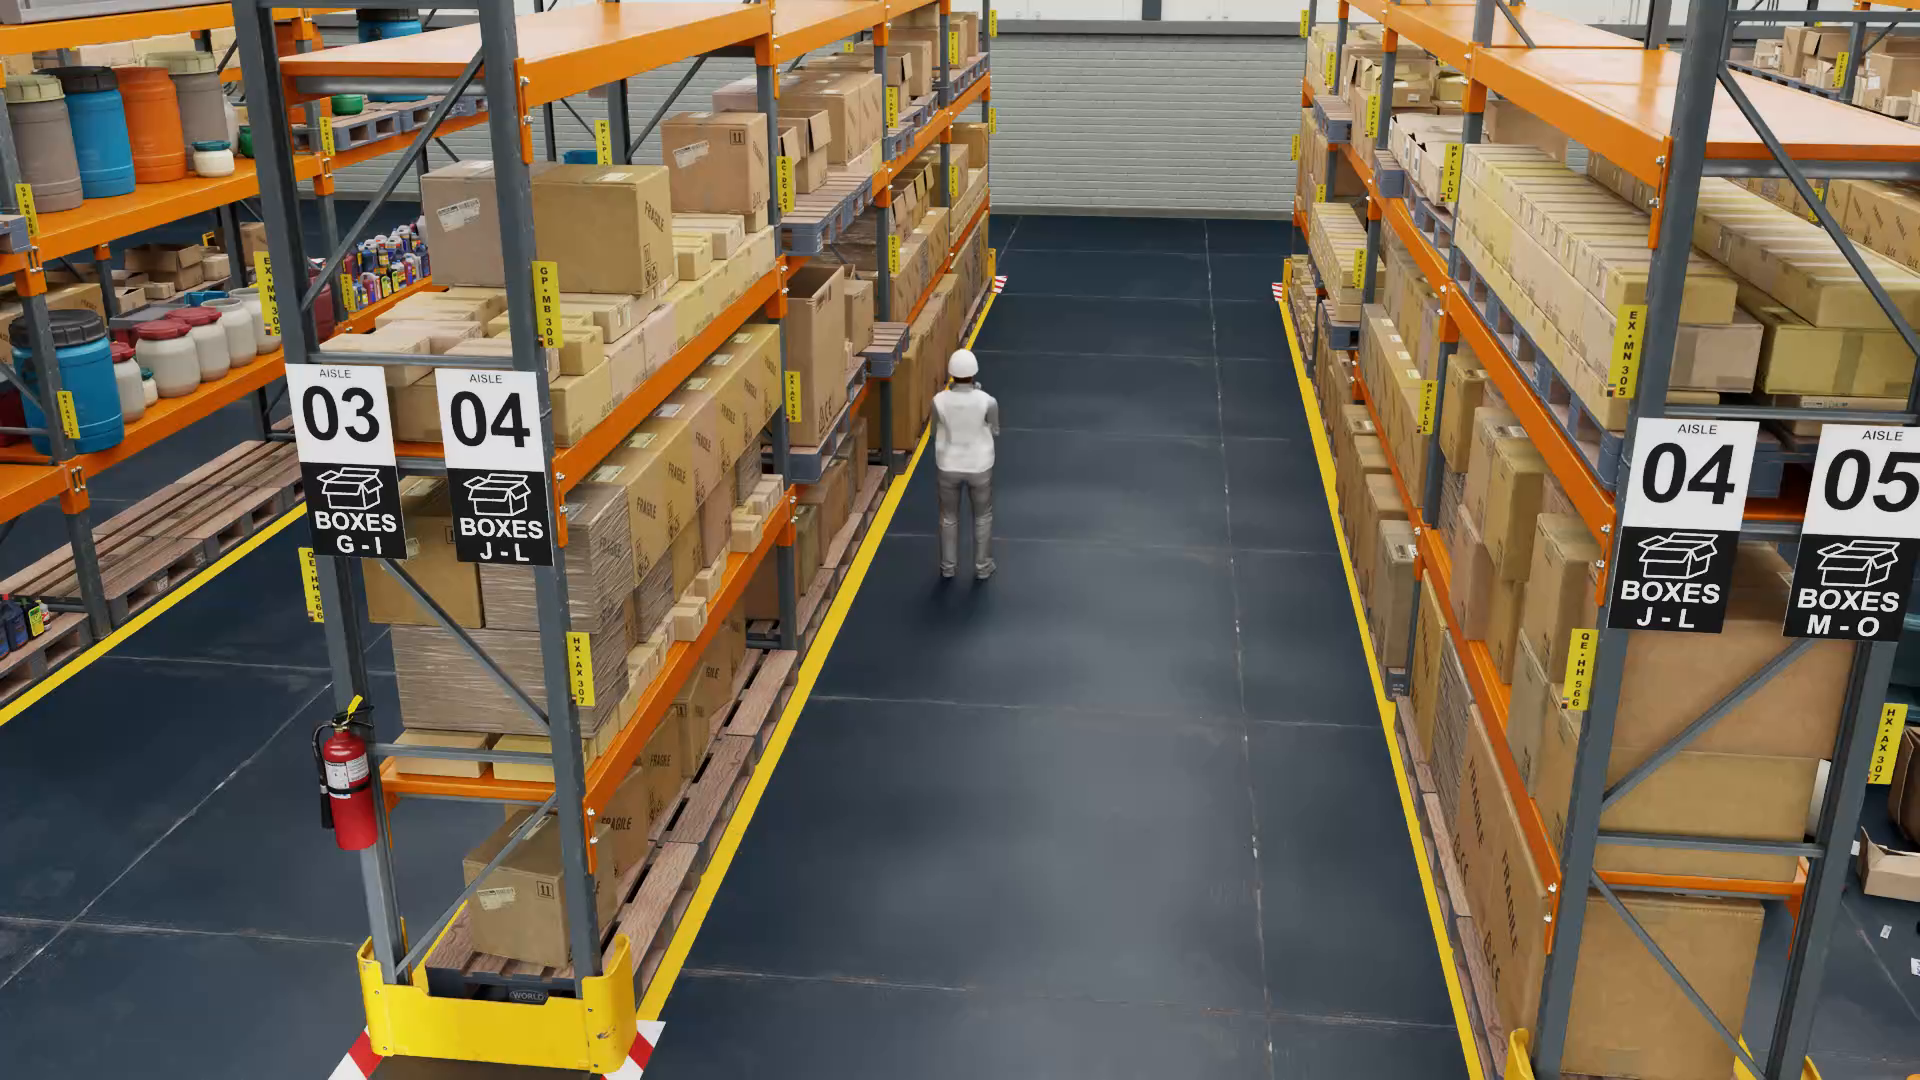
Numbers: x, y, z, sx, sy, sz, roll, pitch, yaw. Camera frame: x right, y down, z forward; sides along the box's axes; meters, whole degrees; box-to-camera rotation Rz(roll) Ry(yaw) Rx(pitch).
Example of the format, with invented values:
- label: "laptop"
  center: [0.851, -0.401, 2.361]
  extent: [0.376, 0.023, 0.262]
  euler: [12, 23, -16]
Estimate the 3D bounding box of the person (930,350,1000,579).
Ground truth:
- label: "person"
  center: [0.039, -0.593, 12.582]
  extent: [0.527, 1.778, 0.529]
  euler: [2, 21, 6]
